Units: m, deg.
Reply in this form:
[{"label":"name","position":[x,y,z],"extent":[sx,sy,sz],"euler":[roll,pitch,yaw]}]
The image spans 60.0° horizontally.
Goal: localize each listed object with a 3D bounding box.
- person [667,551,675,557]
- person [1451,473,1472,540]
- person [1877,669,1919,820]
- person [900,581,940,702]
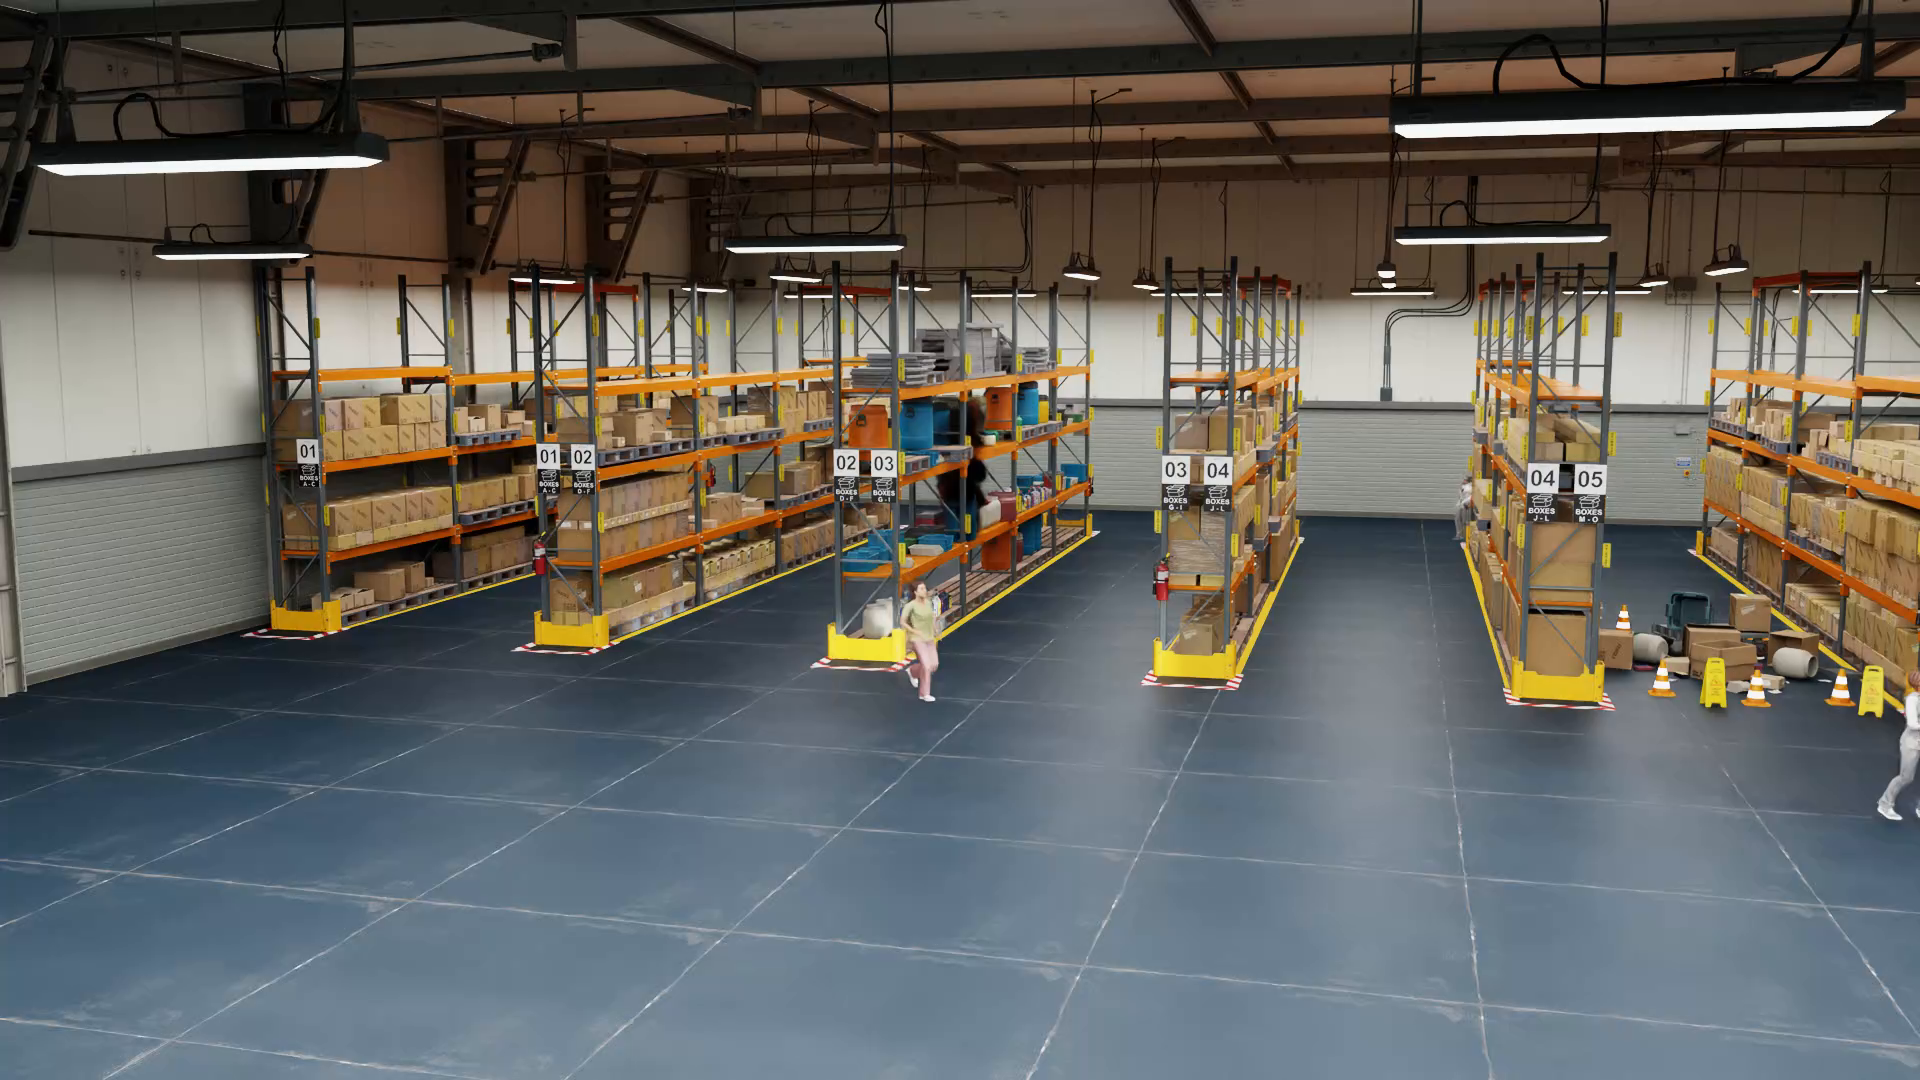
[{"label":"person","position":[-6.030,-0.173,34.322],"extent":[0.664,1.680,0.578],"euler":[1,7,5]},{"label":"person","position":[12.036,-0.755,39.289],"extent":[0.737,1.643,0.696],"euler":[1,7,11]},{"label":"person","position":[9.631,2.108,16.698],"extent":[0.526,1.648,0.684],"euler":[-4,8,-29]},{"label":"person","position":[-0.501,1.360,22.428],"extent":[0.585,1.629,0.424],"euler":[-6,10,-40]}]
